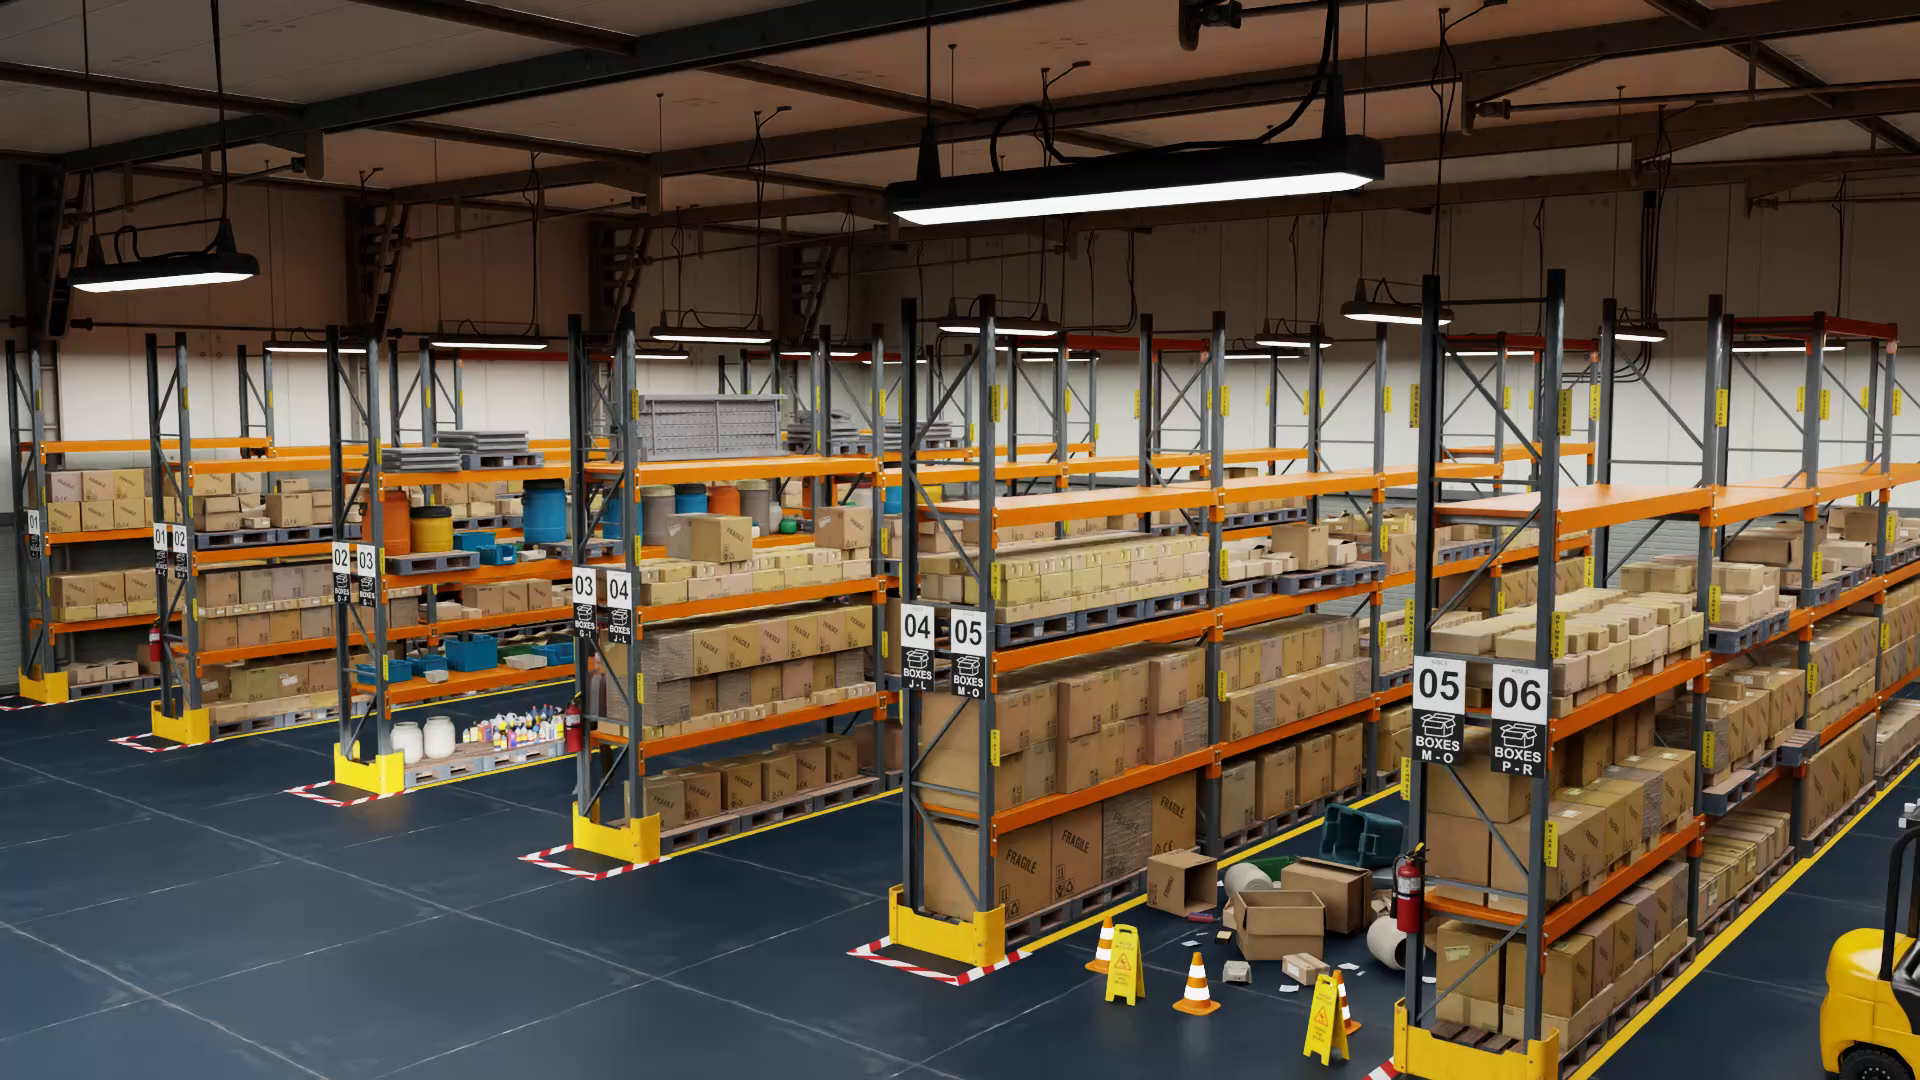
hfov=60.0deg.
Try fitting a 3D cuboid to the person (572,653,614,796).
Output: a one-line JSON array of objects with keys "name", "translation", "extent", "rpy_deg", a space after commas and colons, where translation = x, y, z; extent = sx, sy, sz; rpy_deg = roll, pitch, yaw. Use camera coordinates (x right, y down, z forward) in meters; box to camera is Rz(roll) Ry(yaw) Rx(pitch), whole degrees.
[{"name": "person", "translation": [-4.720, 2.359, 21.536], "extent": [0.600, 1.792, 0.821], "rpy_deg": [0, 5, 3]}]
